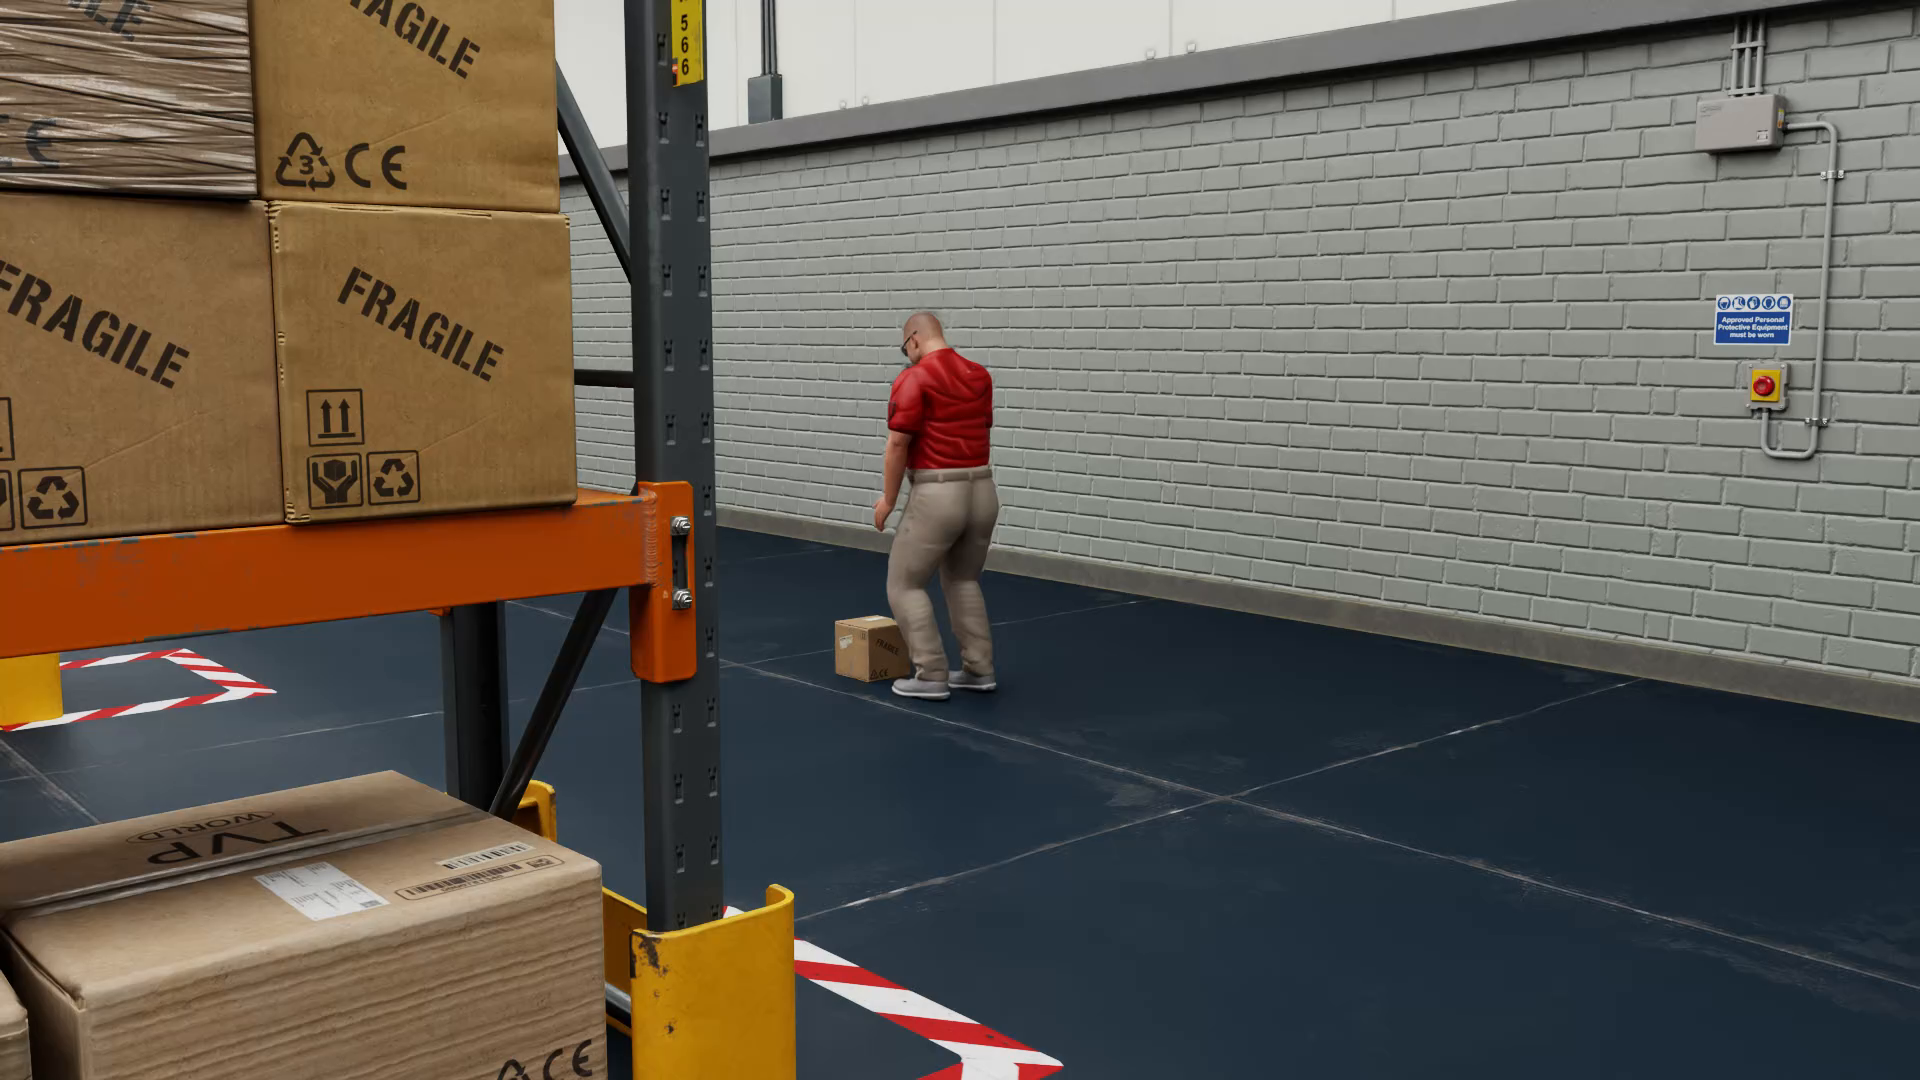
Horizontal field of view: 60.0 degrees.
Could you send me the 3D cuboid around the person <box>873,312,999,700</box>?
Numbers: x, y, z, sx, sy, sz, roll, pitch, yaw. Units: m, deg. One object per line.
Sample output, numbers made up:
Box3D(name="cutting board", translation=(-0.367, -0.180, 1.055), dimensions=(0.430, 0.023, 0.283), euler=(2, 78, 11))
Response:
Box3D(name="person", translation=(-0.101, -0.148, 7.248), dimensions=(0.557, 1.677, 0.392), euler=(-6, 10, -39))
